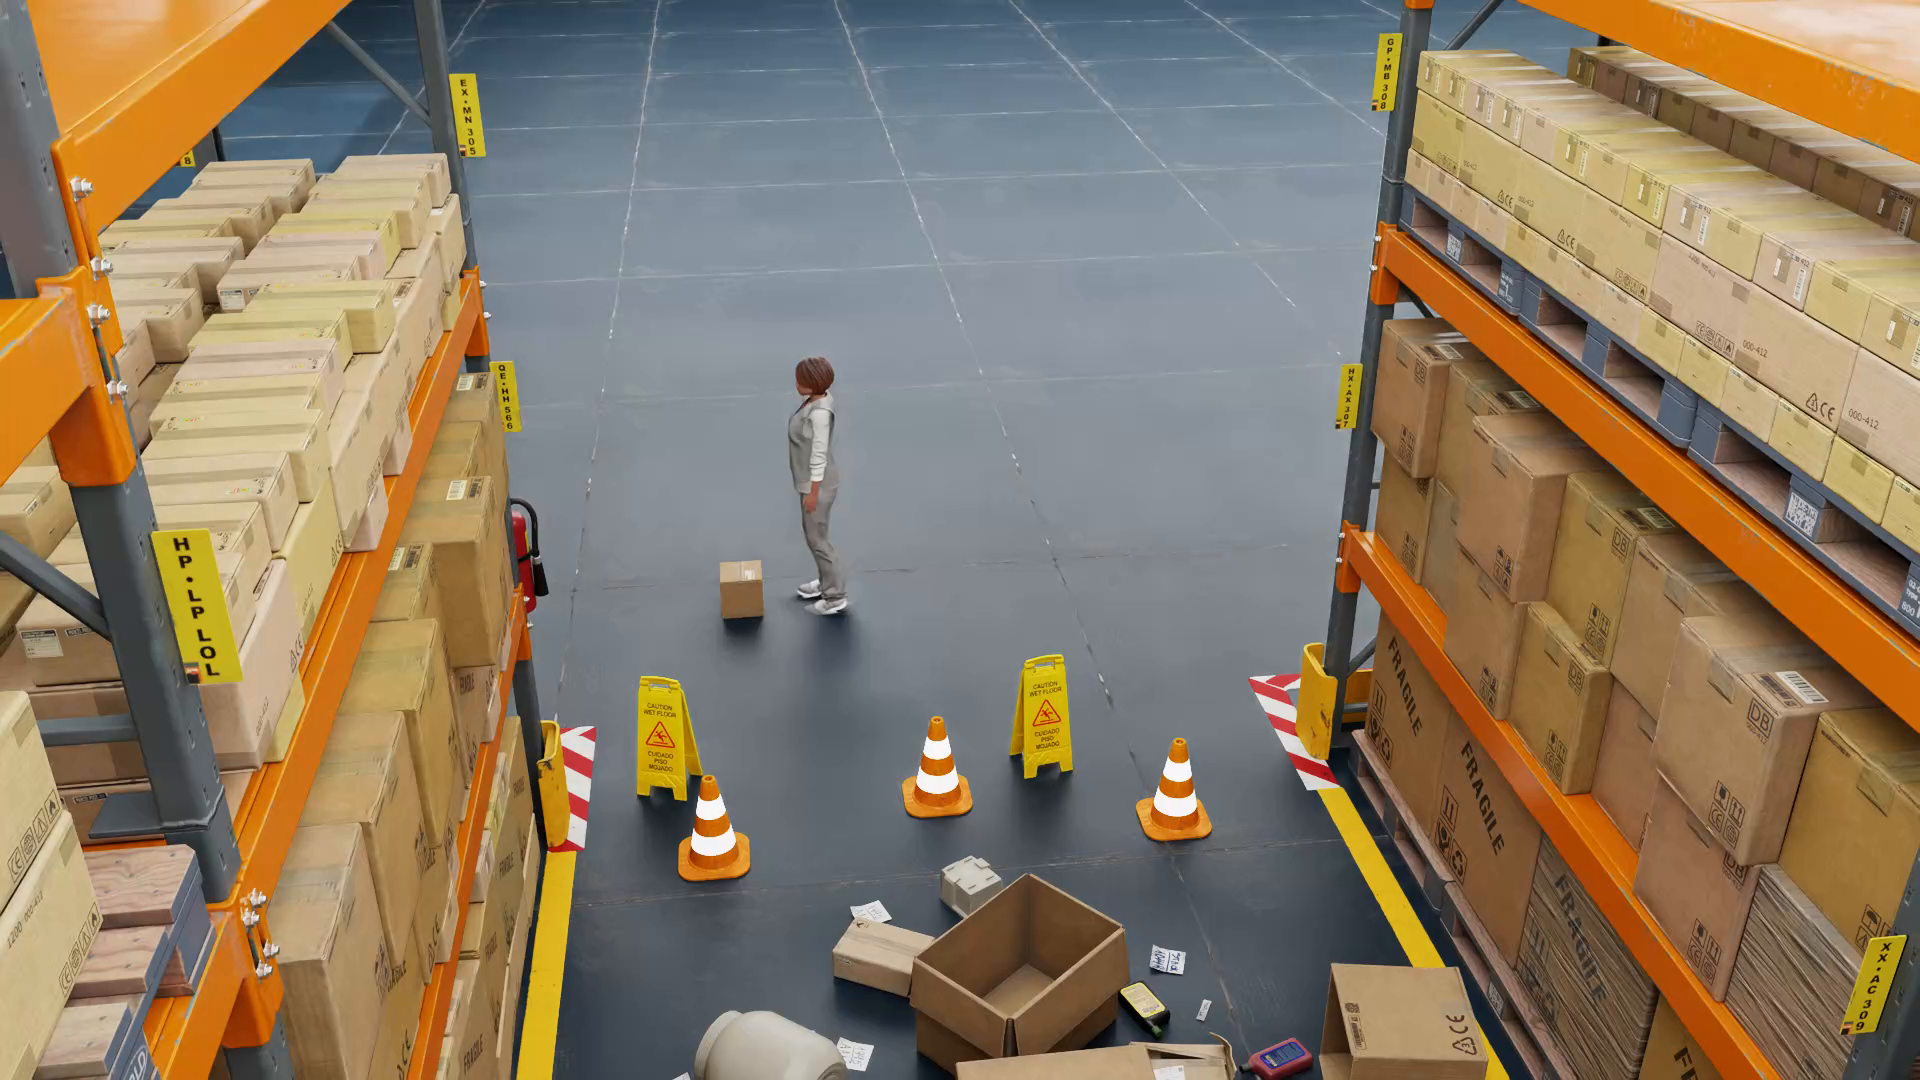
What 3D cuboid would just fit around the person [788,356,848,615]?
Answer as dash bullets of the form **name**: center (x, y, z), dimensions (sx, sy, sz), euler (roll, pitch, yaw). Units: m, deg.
- **person**: center (-0.835, -0.308, 9.720), dimensions (0.310, 1.608, 0.406), euler (-3, 28, -6)
